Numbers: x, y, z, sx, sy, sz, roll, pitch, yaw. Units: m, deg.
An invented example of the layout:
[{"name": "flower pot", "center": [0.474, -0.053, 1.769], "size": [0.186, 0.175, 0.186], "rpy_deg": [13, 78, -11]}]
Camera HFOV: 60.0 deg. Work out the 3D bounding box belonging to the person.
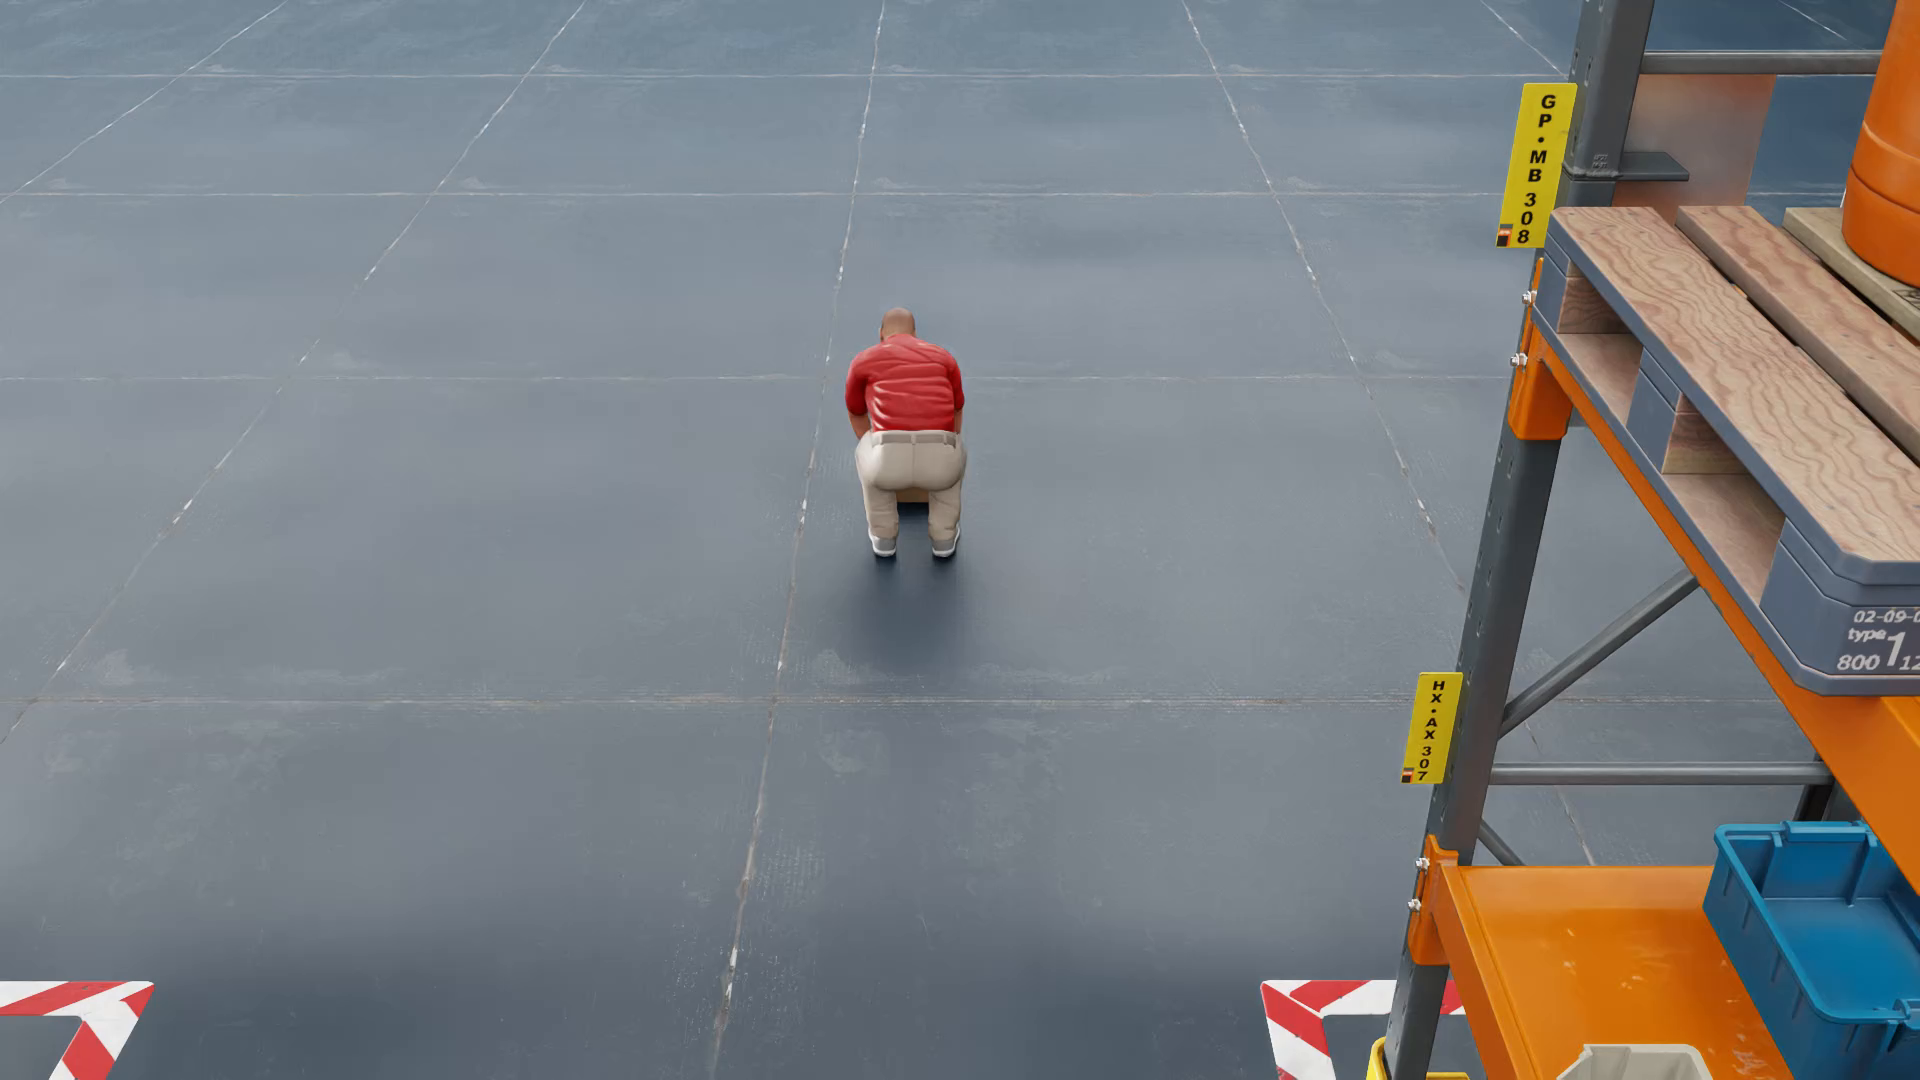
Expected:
[{"name": "person", "center": [-0.223, -0.723, 7.501], "size": [0.475, 1.567, 0.719], "rpy_deg": [-1, 31, -1]}]
